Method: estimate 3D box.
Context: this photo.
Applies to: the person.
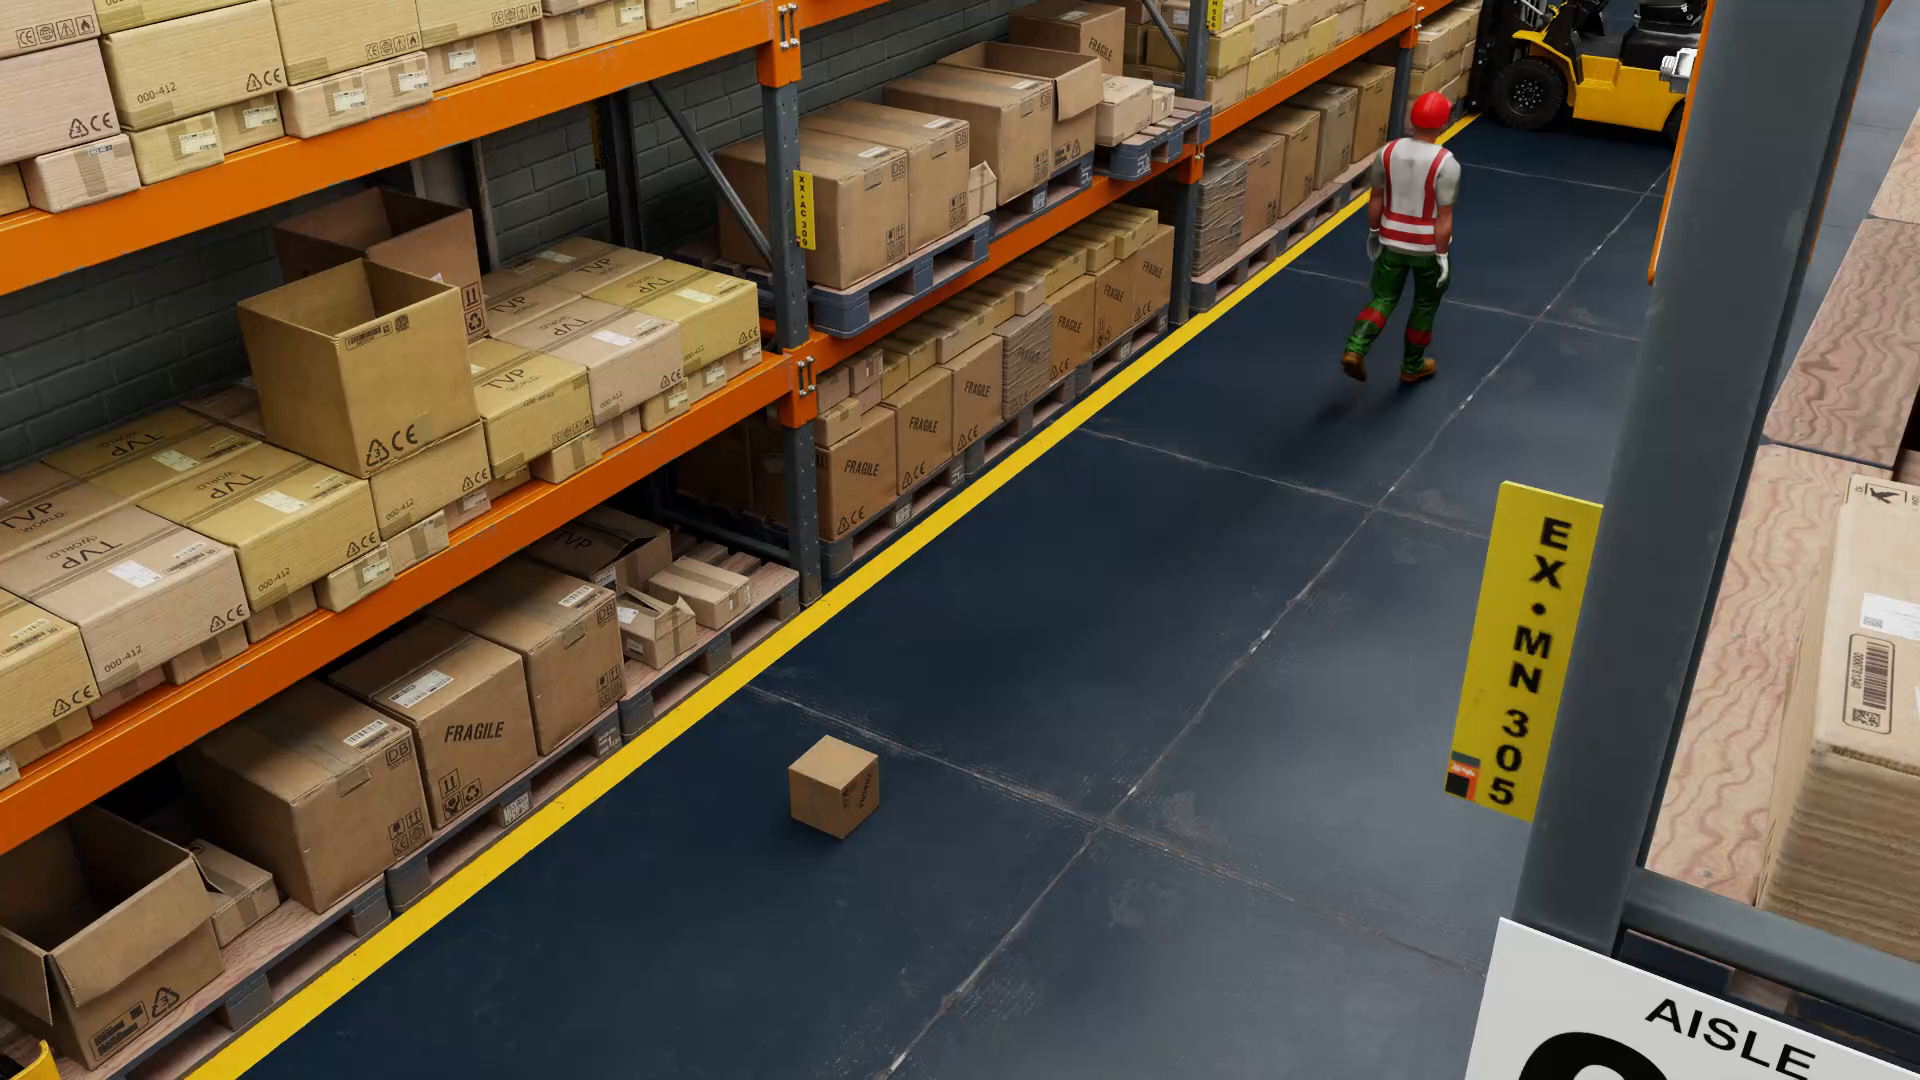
[{"bbox_3d":[2.551,-1.680,9.481,0.553,1.766,0.827,23,37,34],"label":"person"}]
